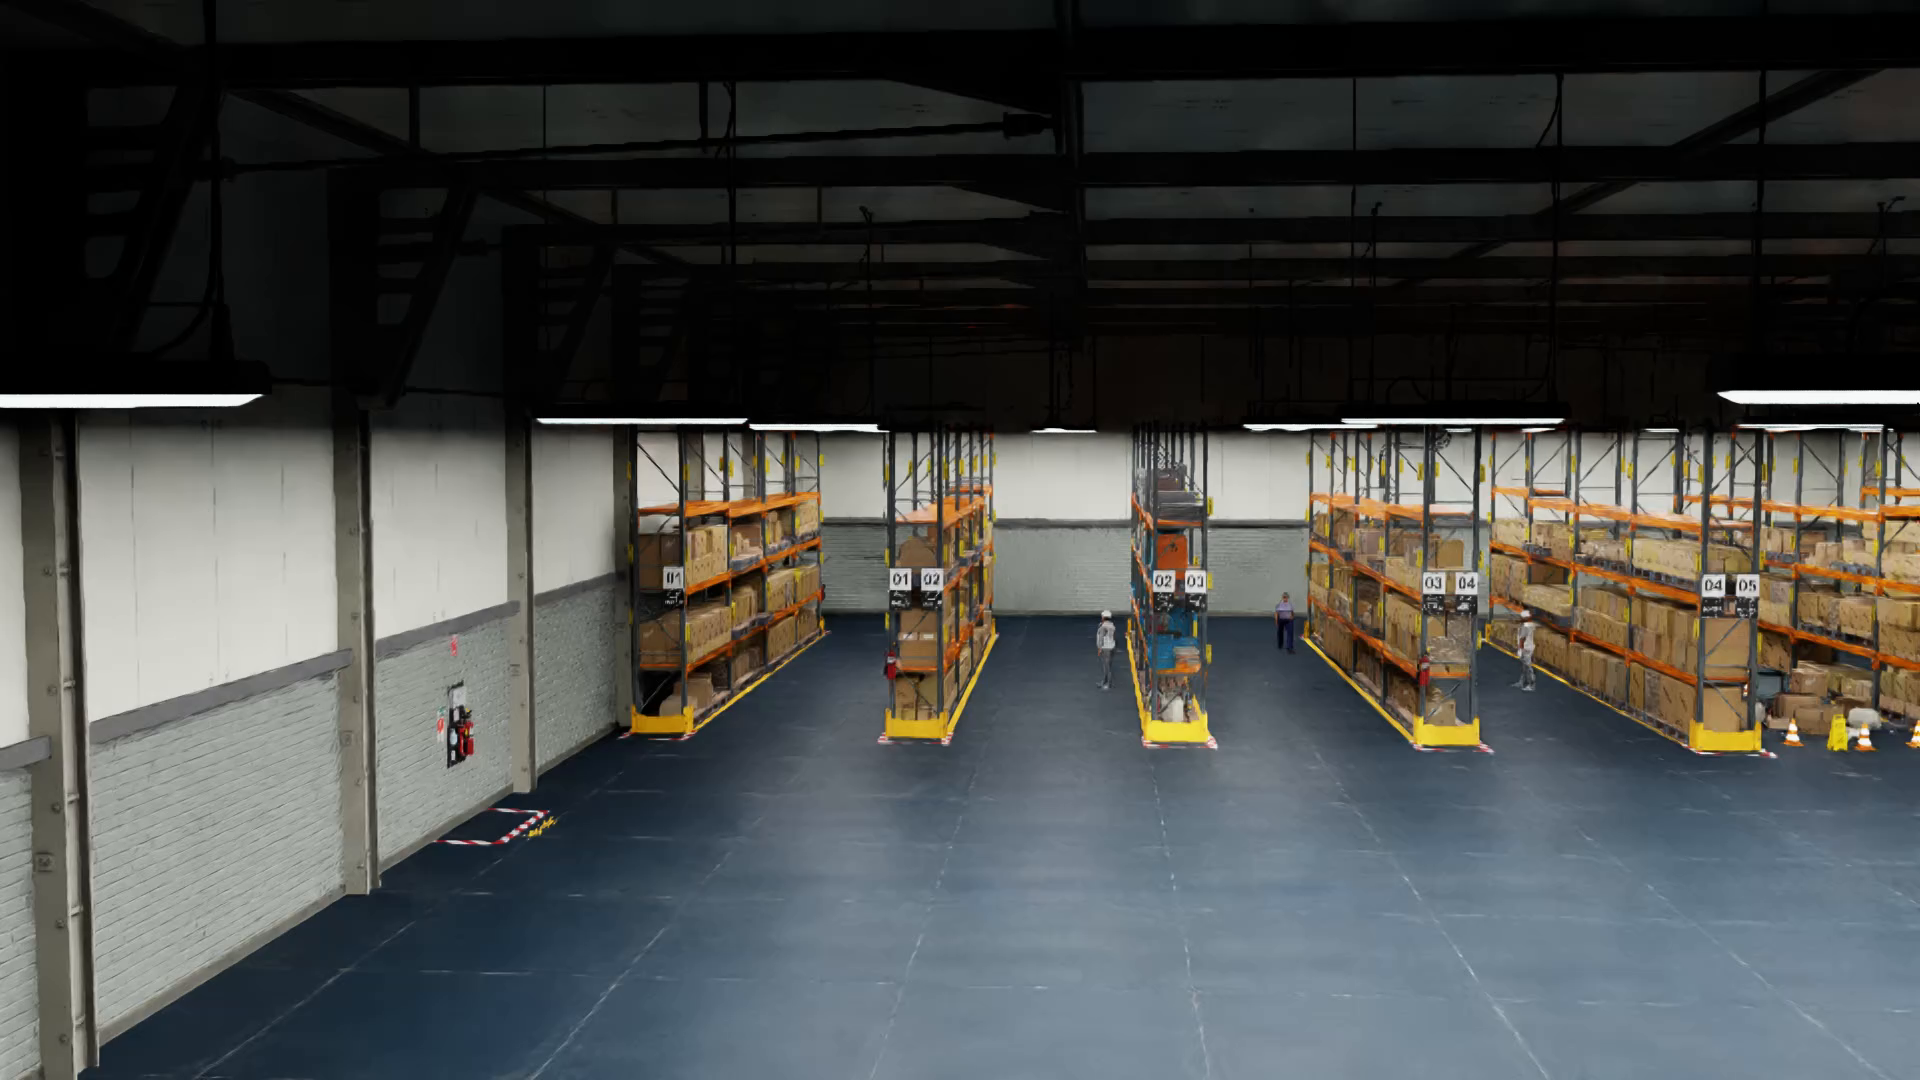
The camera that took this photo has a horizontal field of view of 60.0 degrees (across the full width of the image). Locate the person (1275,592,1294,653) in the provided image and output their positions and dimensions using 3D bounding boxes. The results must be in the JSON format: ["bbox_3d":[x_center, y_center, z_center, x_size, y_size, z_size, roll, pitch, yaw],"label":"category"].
[{"bbox_3d":[8.544,2.162,43.813,0.479,1.553,1.090,0,4,7],"label":"person"}]

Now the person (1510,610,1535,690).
[{"bbox_3d":[12.662,2.453,37.346,0.594,1.782,0.678,2,4,30],"label":"person"}]

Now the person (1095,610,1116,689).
[{"bbox_3d":[3.337,2.424,37.475,0.435,1.710,0.630,2,4,28],"label":"person"}]
